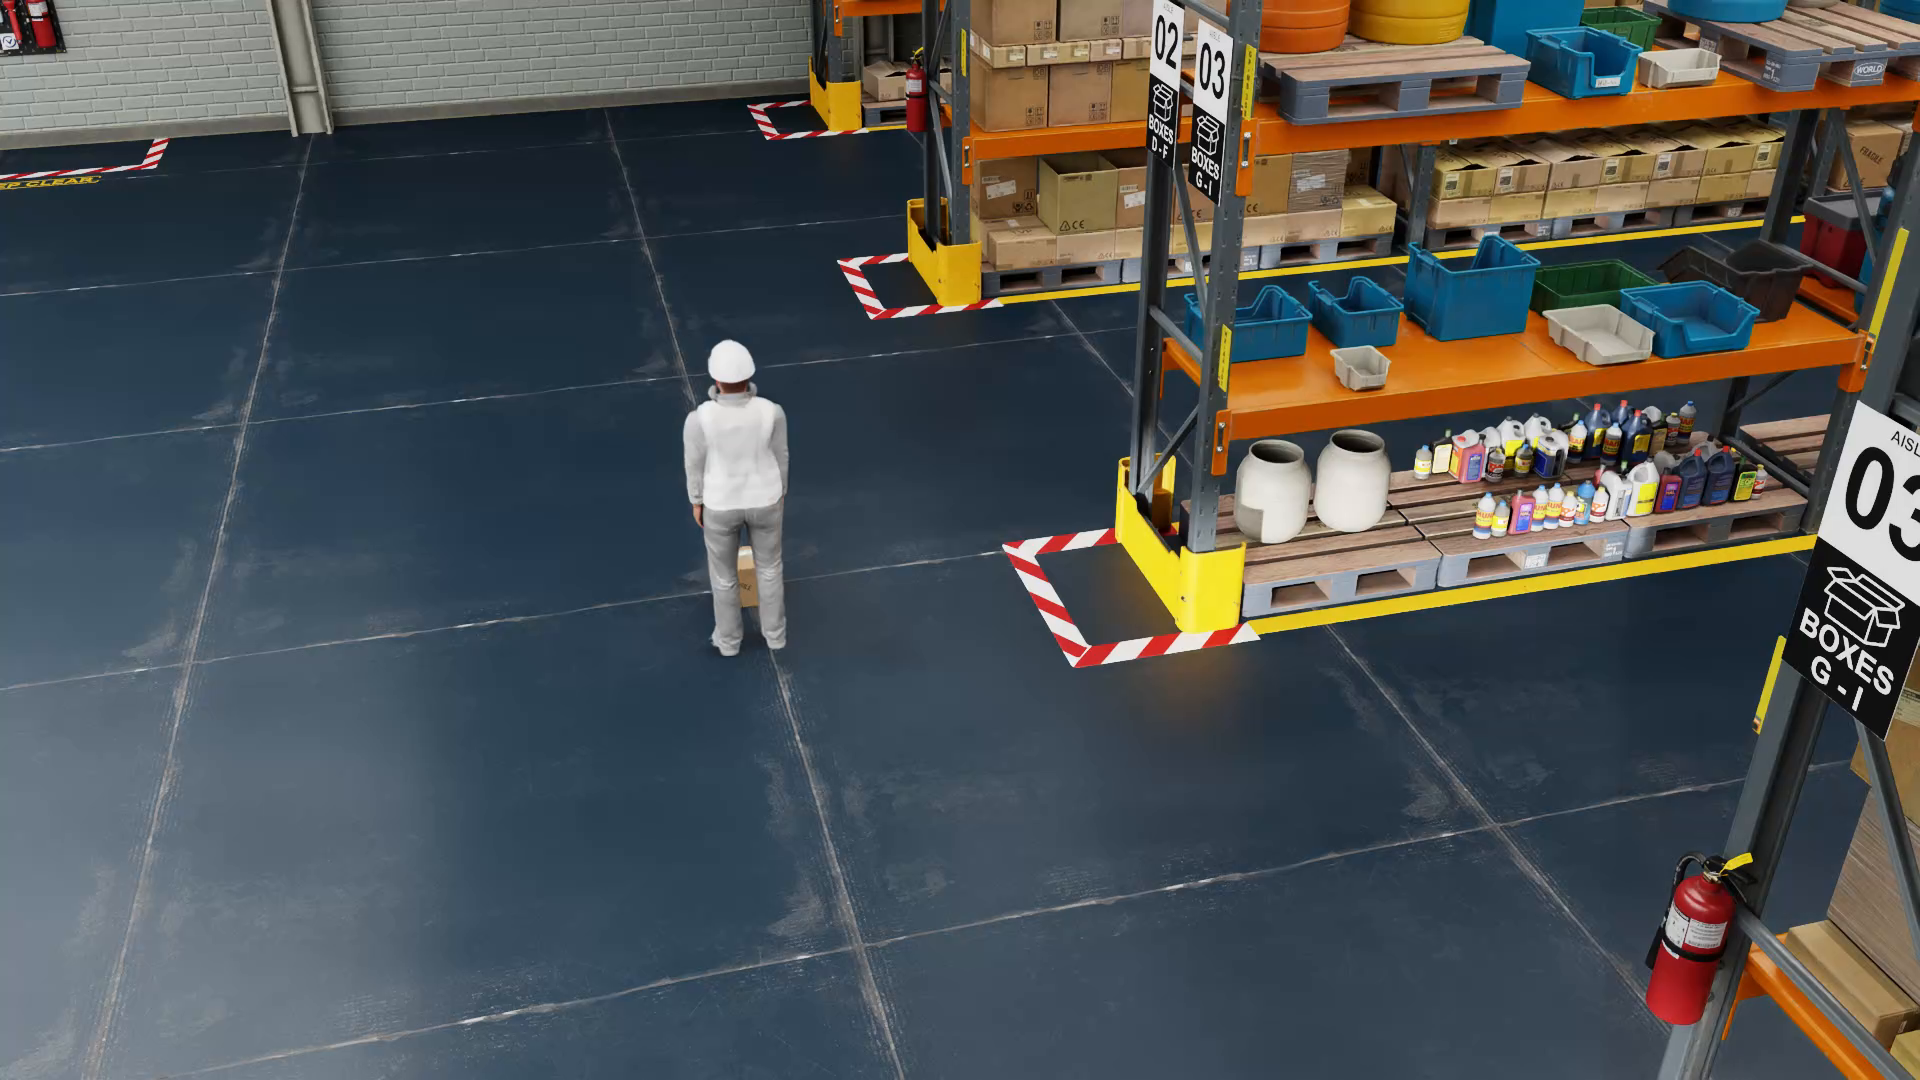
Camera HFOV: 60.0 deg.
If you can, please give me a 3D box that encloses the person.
[{"bbox_3d":[-1.140,-0.208,8.589,0.531,1.787,0.357,-7,31,-12],"label":"person"}]
